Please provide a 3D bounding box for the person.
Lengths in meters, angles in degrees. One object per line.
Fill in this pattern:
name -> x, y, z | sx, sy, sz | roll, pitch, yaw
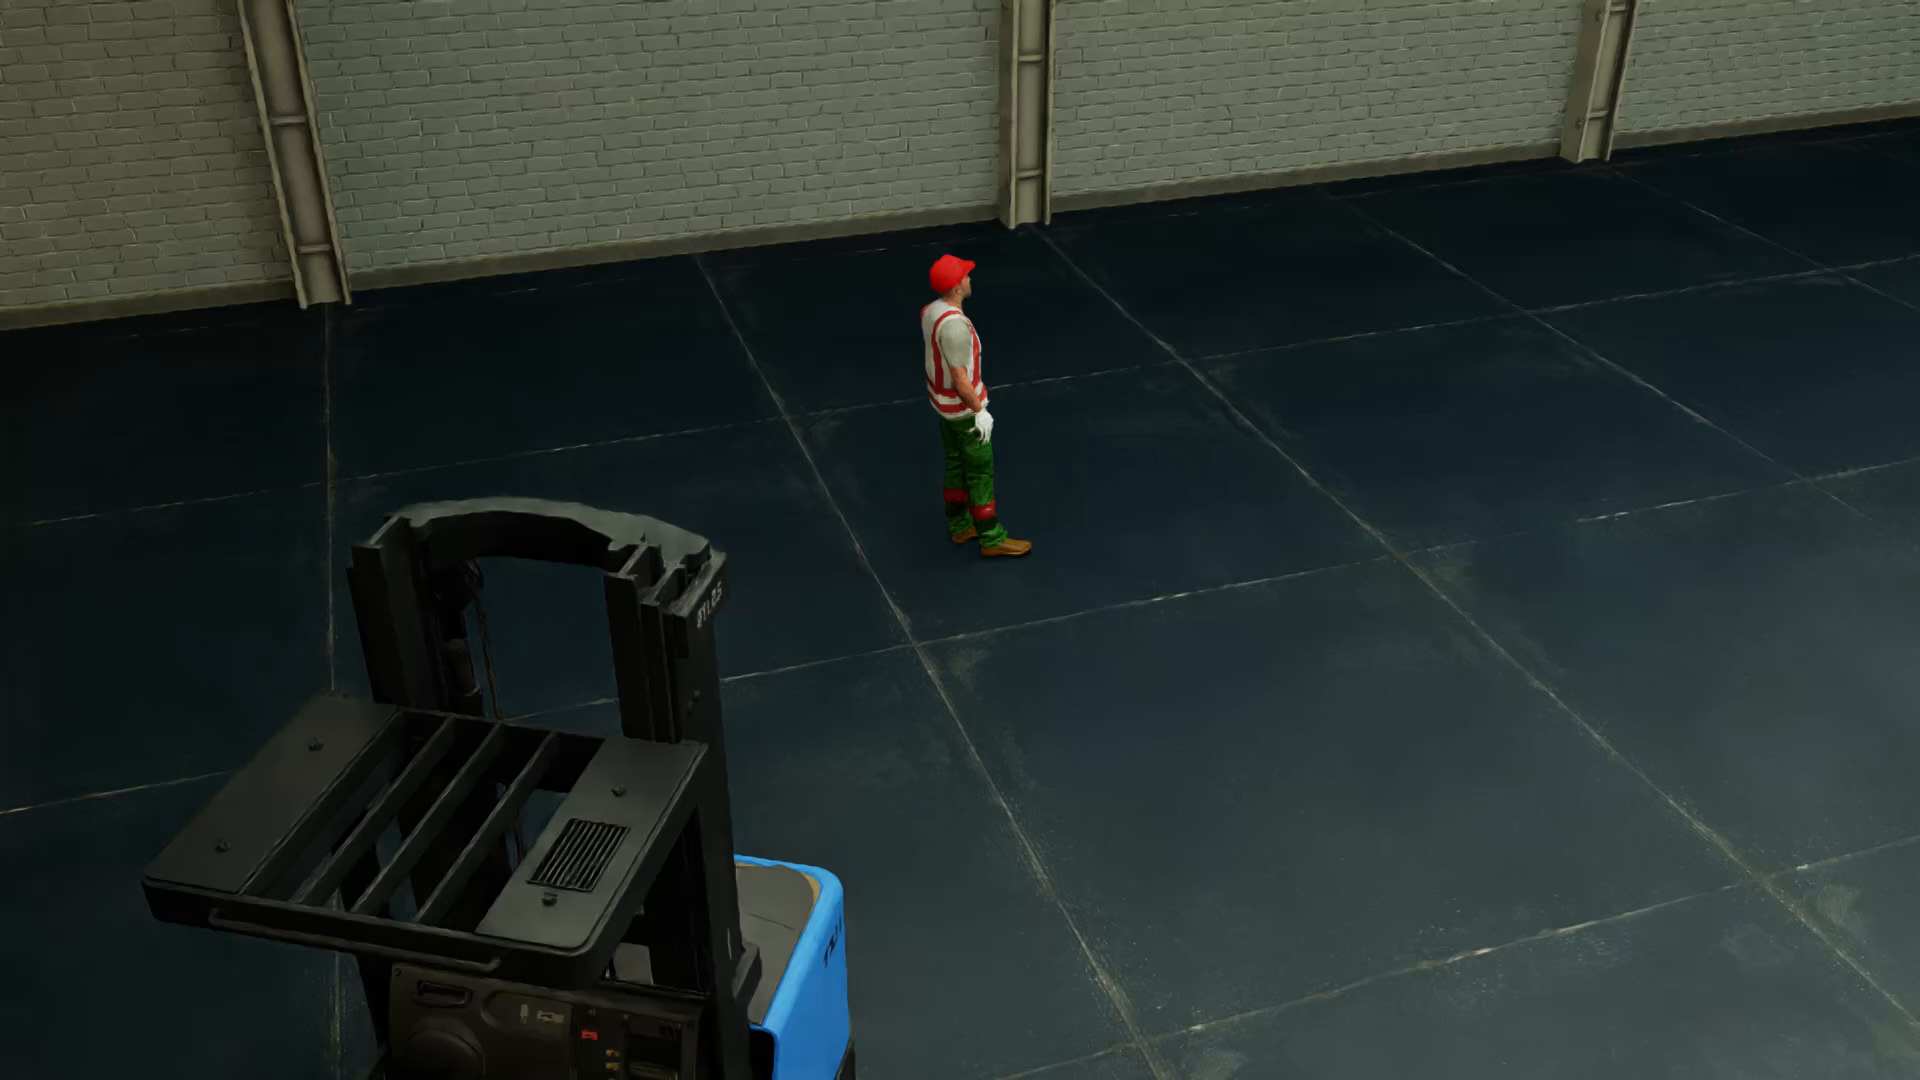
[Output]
person -> 0.080, -0.789, 9.589 | 0.563, 1.787, 0.637 | -10, 31, -16

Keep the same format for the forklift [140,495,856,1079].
forklift -> -1.220, 1.486, 4.504 | 1.130, 2.935, 3.031 | 6, 31, 11
